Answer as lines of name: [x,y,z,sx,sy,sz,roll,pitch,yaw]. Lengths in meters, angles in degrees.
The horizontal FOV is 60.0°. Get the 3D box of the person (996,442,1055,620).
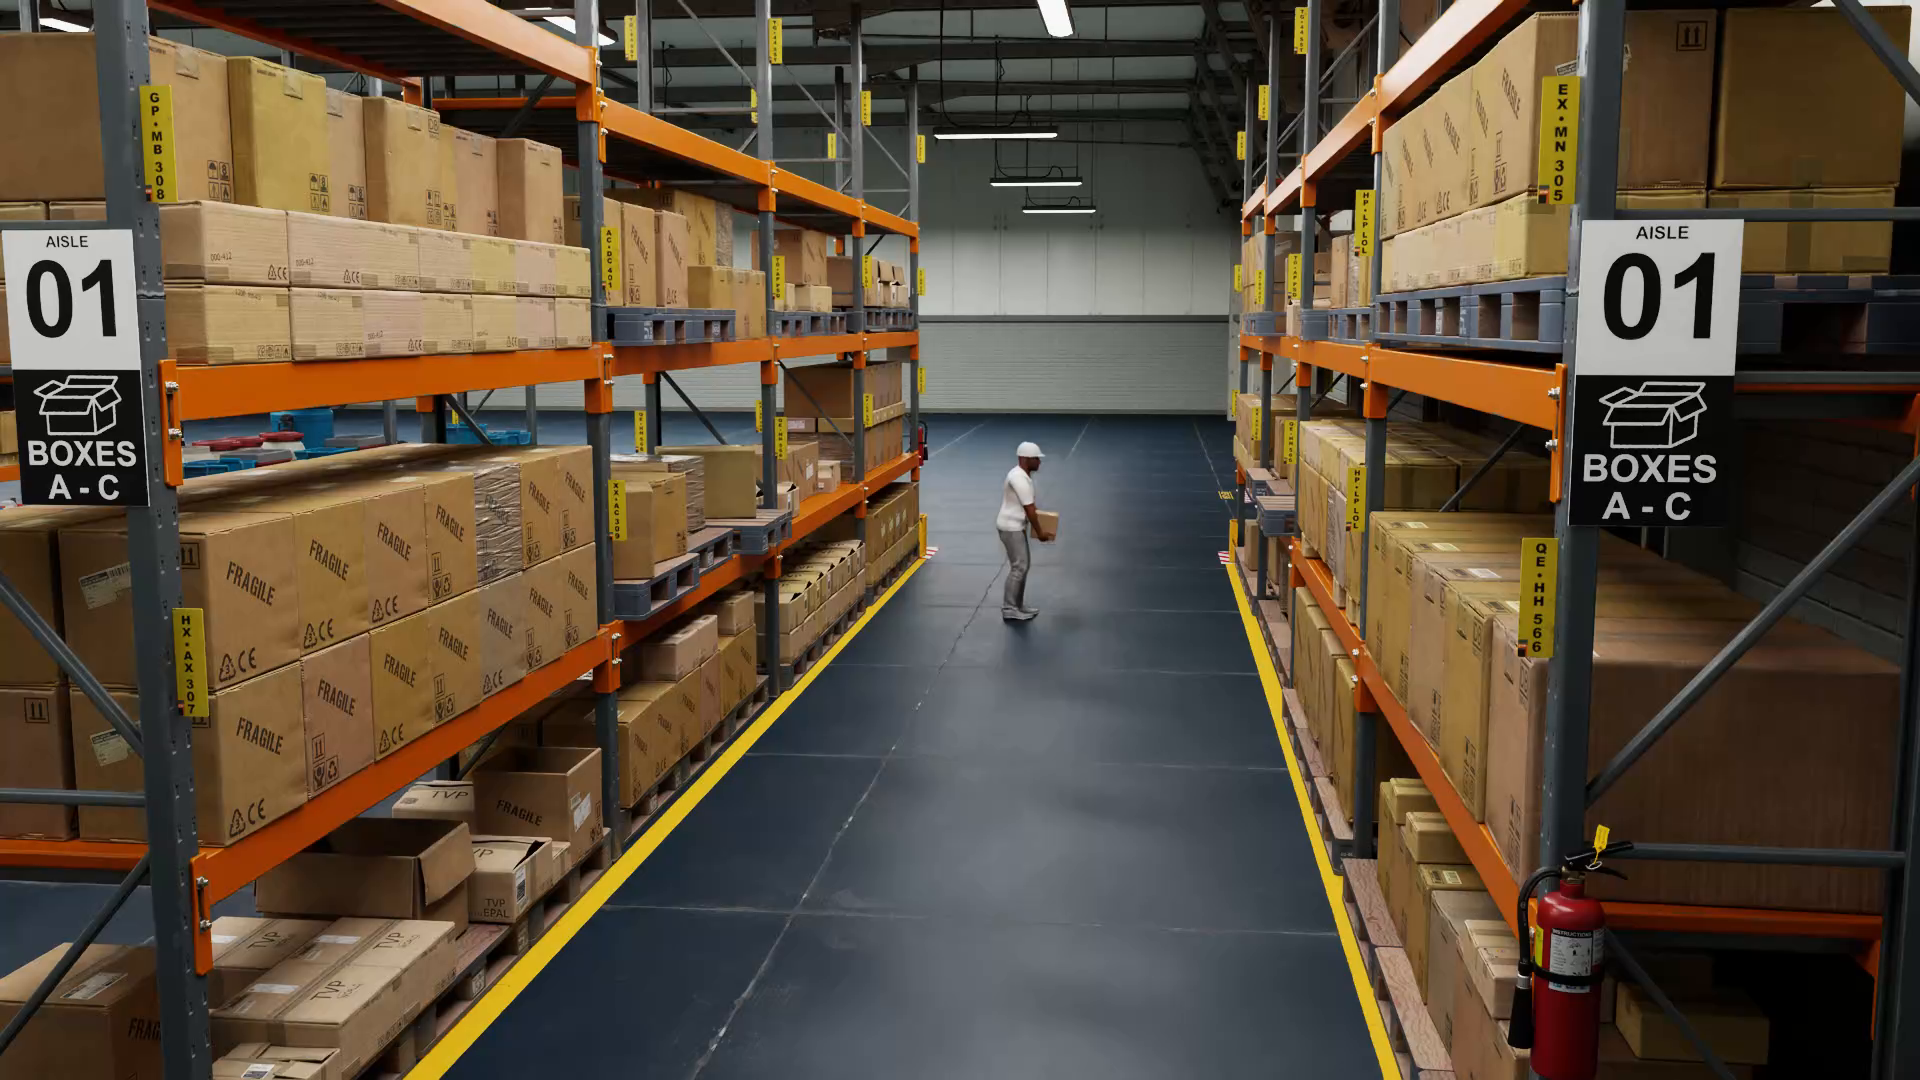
person: [0.654,-0.099,16.516,0.592,1.746,0.501,1,8,5]
